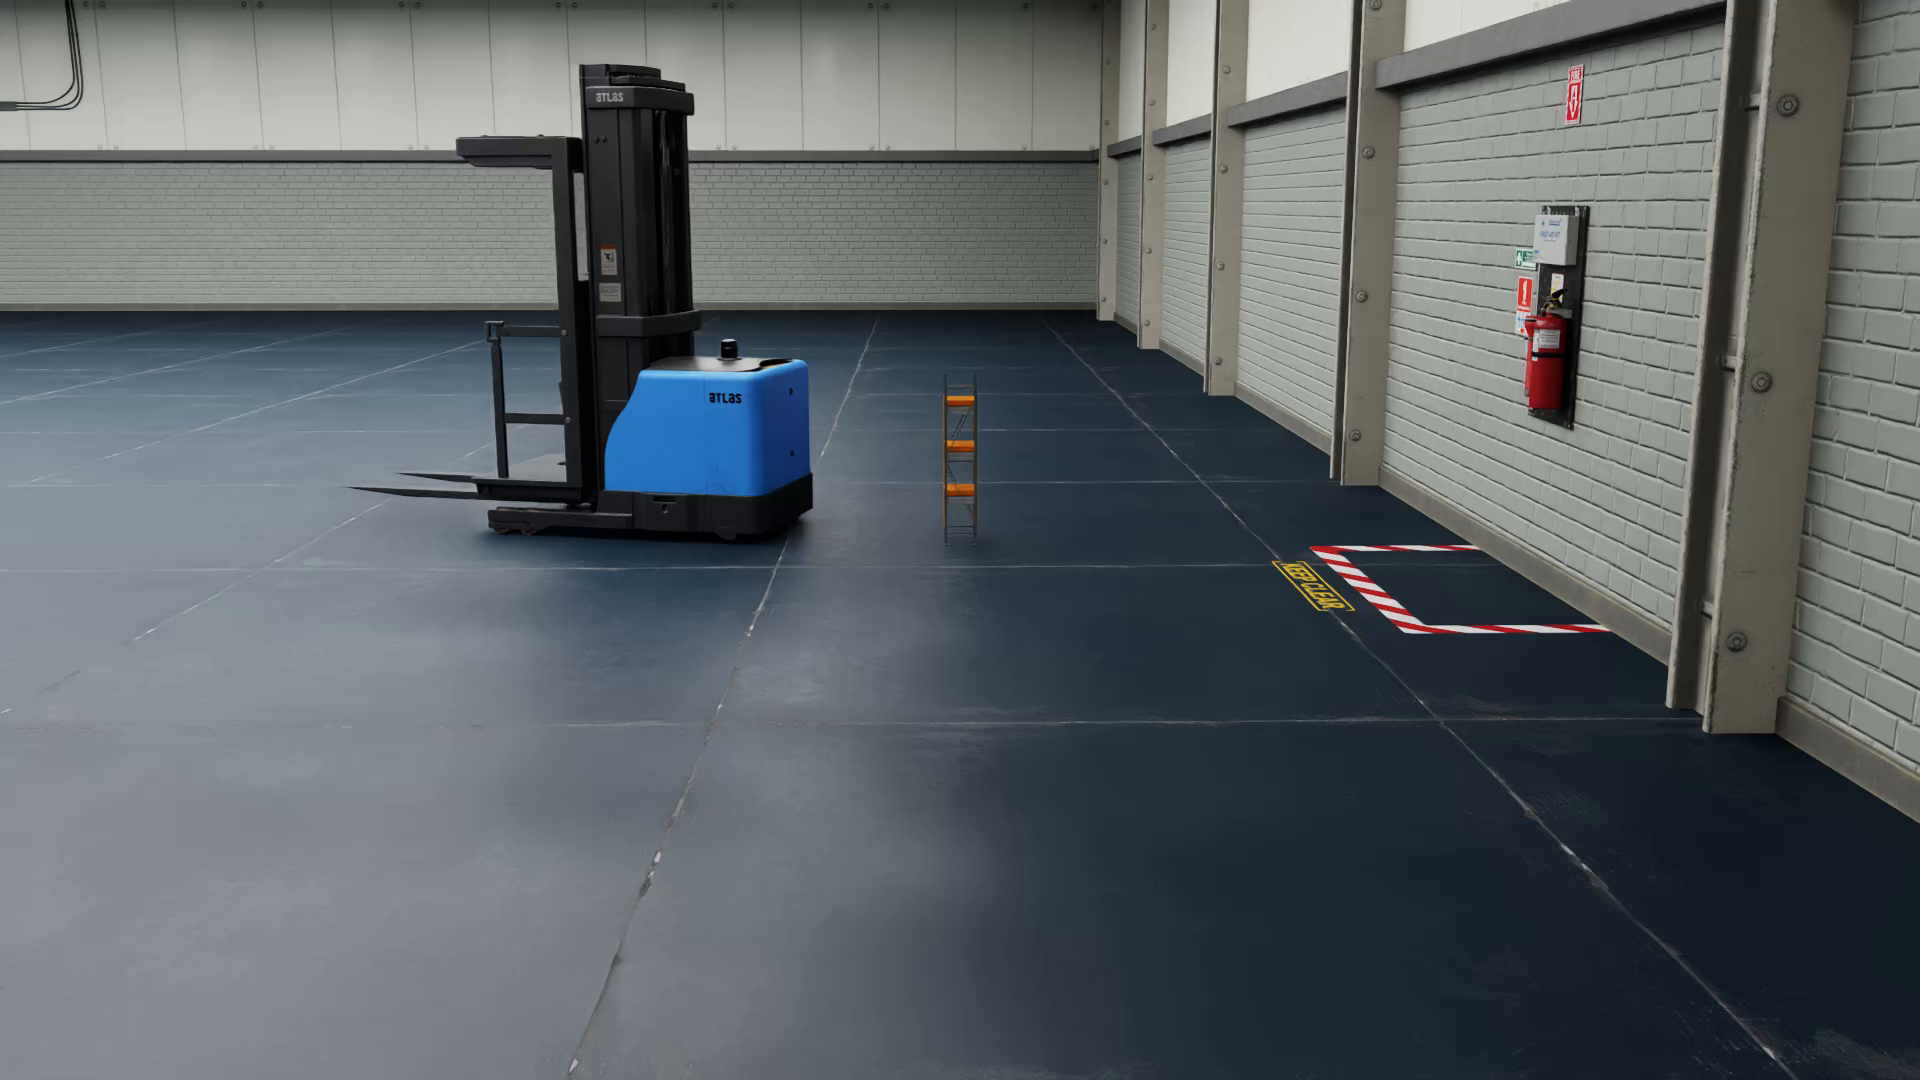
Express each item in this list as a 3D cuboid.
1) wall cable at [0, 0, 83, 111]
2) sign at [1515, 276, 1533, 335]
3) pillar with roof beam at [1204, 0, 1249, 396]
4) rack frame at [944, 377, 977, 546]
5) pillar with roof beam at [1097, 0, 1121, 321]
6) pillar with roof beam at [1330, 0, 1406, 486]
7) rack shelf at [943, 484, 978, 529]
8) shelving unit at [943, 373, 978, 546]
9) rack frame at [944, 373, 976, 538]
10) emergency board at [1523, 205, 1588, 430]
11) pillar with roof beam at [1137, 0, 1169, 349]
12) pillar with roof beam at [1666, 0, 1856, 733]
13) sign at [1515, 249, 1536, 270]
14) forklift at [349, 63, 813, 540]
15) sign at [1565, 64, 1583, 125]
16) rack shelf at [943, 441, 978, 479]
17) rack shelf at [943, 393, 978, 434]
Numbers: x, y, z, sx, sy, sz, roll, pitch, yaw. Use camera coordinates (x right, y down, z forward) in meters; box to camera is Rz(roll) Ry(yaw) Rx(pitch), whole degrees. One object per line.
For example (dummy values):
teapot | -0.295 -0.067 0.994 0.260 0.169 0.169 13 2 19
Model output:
wall cable | -18.068 -10.605 31.644 2.305 6.003 0.169 0 11 -1
sign | 3.247 -1.349 9.573 0.001 0.329 0.234 0 11 -1
pillar with roof beam | -1.384 -6.037 17.685 9.100 9.000 0.400 0 11 -1
rack frame | 0.004 -0.480 10.283 0.200 1.050 0.008 0 11 -1
pillar with roof beam | -1.632 -8.423 29.443 9.100 9.000 0.400 0 11 -1
pillar with roof beam | -1.260 -4.845 11.806 9.100 9.000 0.400 0 11 -1
rack shelf | 0.001 -0.221 10.460 0.215 0.259 0.240 0 11 -1
shelving unit | 0.001 -0.504 10.402 0.215 1.050 0.252 0 11 -1
rack frame | -0.001 -0.528 10.522 0.200 1.050 0.008 0 11 -1
emergency board | 3.155 -1.221 9.033 0.194 1.169 0.643 0 11 -1
pillar with roof beam | -1.508 -7.230 23.564 9.100 9.000 0.400 0 11 -1
pillar with roof beam | -1.136 -3.652 5.927 9.100 9.000 0.400 0 11 -1
sign | 3.238 -1.608 9.516 0.001 0.109 0.331 0 11 -1
forklift | -2.571 -1.569 10.919 3.031 2.935 1.130 3 12 13
sign | 3.254 -2.359 8.813 0.001 0.298 0.199 0 11 -1
rack shelf | 0.001 -0.494 10.404 0.215 0.259 0.240 0 11 -1
rack shelf | 0.001 -0.772 10.348 0.215 0.259 0.240 0 11 -1
